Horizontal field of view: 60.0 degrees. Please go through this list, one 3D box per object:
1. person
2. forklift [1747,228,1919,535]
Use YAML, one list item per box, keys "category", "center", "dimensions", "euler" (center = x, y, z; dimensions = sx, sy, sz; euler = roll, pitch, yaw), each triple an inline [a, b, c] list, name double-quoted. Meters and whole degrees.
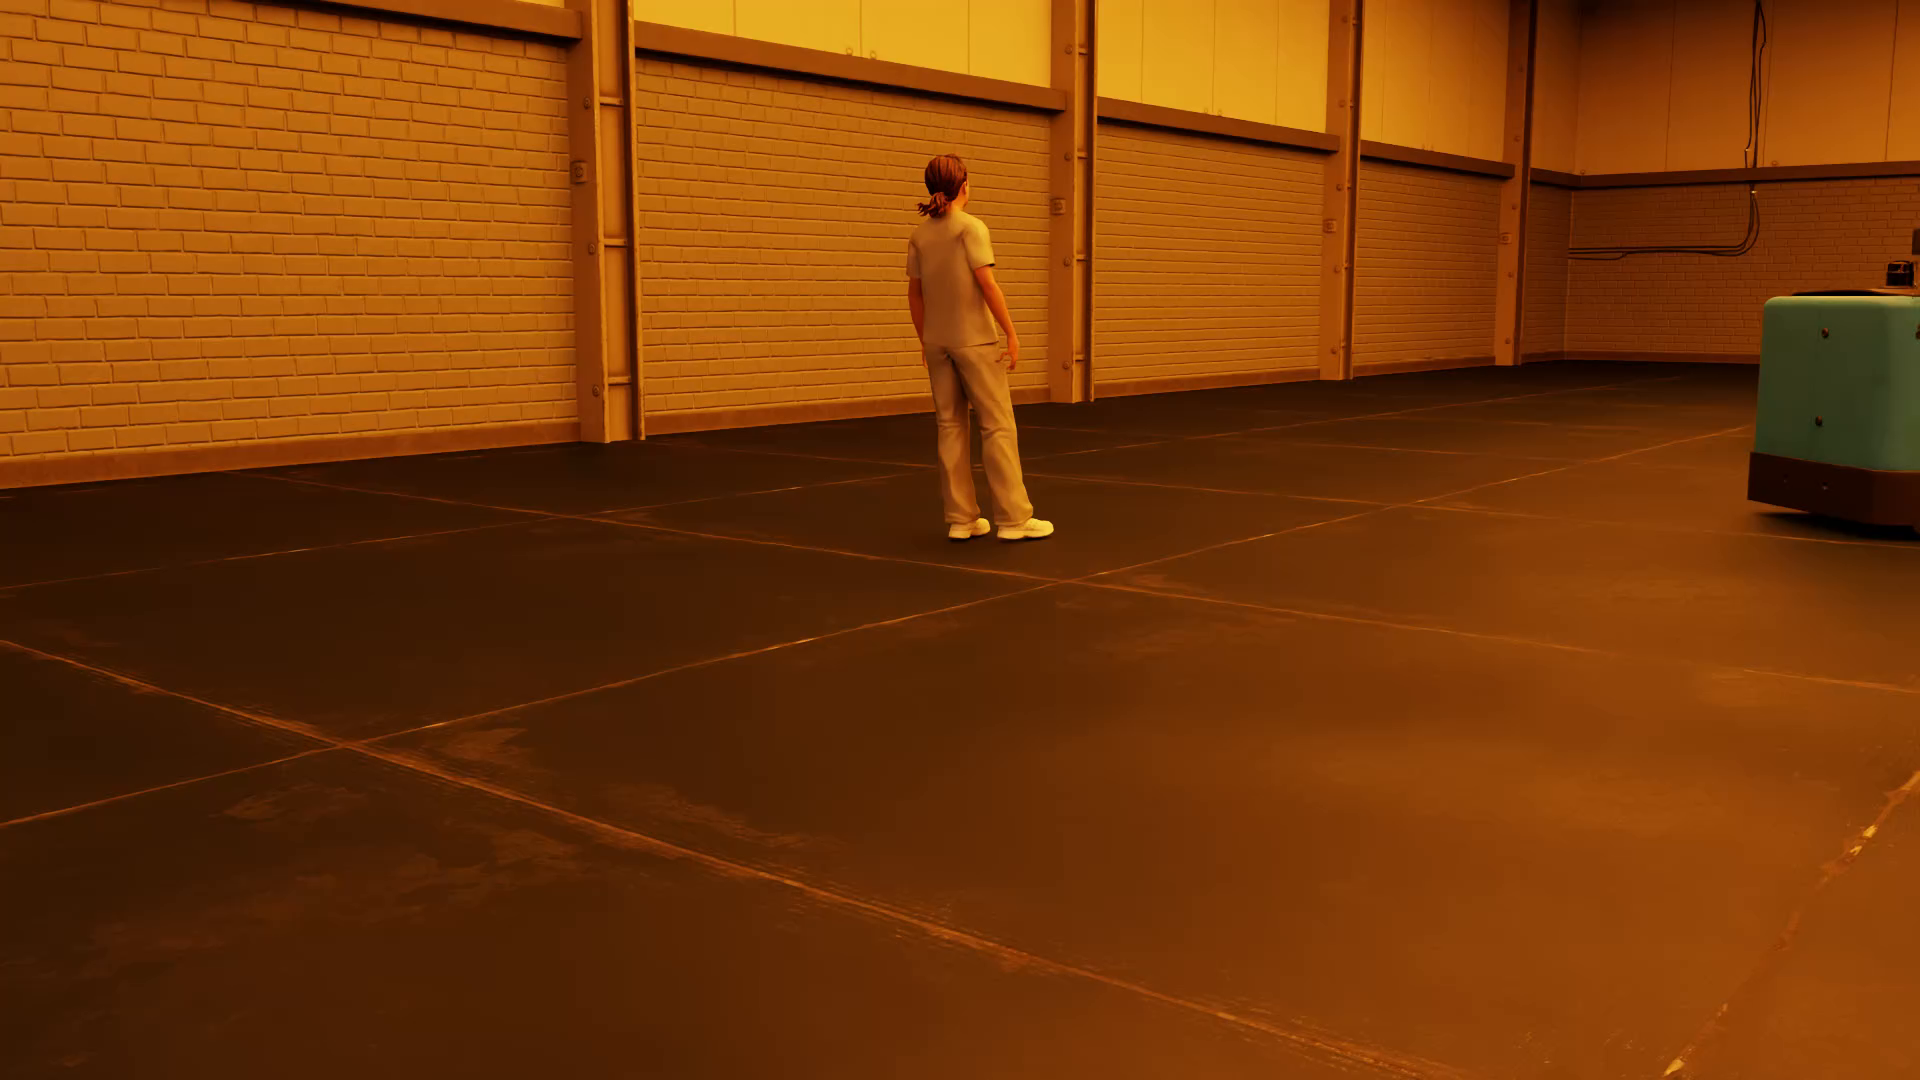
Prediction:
- category: "person"
  center: [0.057, -0.844, 7.331]
  dimensions: [0.549, 1.673, 0.548]
  euler: [7, 11, 38]
- category: "forklift"
  center: [5.478, -1.542, 7.818]
  dimensions: [3.031, 2.935, 1.130]
  euler: [-1, 8, -7]
